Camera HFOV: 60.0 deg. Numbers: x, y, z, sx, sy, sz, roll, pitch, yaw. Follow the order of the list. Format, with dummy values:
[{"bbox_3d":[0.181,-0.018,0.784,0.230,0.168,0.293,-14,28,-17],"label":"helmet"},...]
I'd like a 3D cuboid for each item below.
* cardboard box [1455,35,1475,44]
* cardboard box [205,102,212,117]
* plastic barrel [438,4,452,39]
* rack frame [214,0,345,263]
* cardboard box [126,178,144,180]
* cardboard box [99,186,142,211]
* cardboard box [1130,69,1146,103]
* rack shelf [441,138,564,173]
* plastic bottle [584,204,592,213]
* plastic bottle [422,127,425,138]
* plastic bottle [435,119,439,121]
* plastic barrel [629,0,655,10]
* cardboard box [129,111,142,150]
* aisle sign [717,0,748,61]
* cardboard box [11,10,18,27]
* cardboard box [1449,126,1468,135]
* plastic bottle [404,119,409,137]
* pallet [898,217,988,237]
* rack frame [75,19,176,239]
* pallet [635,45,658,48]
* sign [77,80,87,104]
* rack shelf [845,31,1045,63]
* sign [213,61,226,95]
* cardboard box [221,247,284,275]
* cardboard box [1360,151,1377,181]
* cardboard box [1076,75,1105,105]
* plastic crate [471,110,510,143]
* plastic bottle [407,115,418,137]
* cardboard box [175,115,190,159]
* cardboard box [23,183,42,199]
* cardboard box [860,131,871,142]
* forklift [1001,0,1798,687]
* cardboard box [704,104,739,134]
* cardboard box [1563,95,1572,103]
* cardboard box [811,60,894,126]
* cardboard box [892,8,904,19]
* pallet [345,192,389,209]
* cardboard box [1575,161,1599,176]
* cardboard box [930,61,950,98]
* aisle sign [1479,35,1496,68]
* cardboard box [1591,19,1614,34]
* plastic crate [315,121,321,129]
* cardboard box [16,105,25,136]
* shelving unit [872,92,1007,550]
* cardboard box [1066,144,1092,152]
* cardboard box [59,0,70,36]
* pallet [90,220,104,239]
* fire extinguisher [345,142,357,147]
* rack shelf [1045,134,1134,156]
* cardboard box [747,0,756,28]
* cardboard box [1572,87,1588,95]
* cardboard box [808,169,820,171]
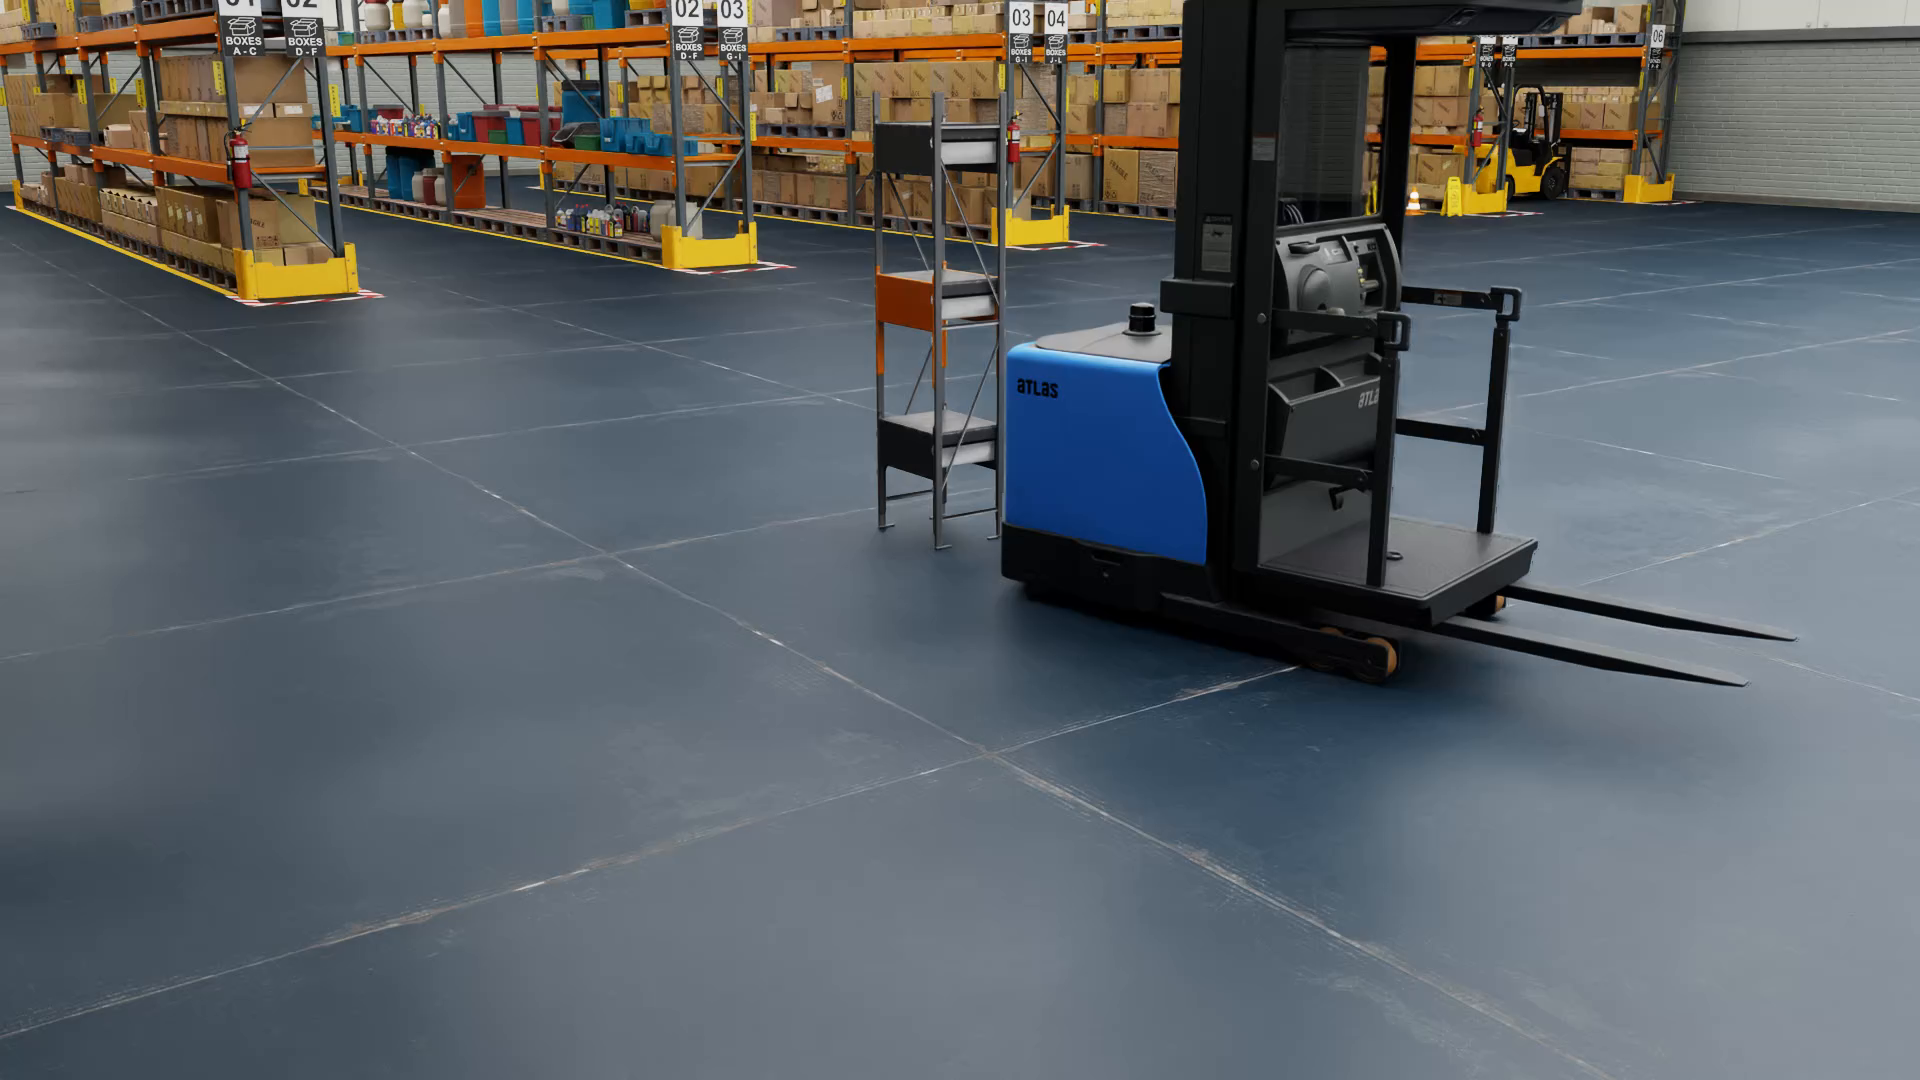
[{"bbox_3d":[8.606,-8.481,28.175,0.380,0.149,0.250,-11,19,-34],"label":"cardboard box"},{"bbox_3d":[-7.974,-4.681,18.080,0.380,0.149,0.250,-10,18,-33],"label":"cardboard box"},{"bbox_3d":[-7.749,-7.911,25.404,0.421,0.512,0.421,0,15,0],"label":"plastic barrel"},{"bbox_3d":[-6.989,-4.048,17.183,1.000,3.000,0.127,-11,19,-35],"label":"rack frame"},{"bbox_3d":[-12.944,-5.342,25.813,0.500,0.500,0.500,-11,19,-34],"label":"cardboard box"},{"bbox_3d":[-11.622,-4.745,23.083,0.500,0.311,0.500,-10,18,-33],"label":"cardboard box"},{"bbox_3d":[3.353,-7.597,27.820,0.875,0.550,0.550,-11,19,-35],"label":"cardboard box"},{"bbox_3d":[-6.508,-5.750,24.766,1.077,0.370,4.000,-11,19,-35],"label":"rack shelf"},{"bbox_3d":[-5.076,-4.390,22.619,0.144,0.351,0.185,-11,19,-35],"label":"plastic bottle"},{"bbox_3d":[-8.627,-6.588,26.839,0.097,0.201,0.097,0,15,0],"label":"plastic bottle"},{"bbox_3d":[-8.952,-7.070,28.461,0.152,0.276,0.135,-11,19,-35],"label":"plastic bottle"},{"bbox_3d":[-3.753,-6.780,20.331,0.600,0.588,0.600,0,15,0],"label":"plastic barrel"},{"bbox_3d":[-10.693,-5.449,22.112,0.500,0.500,0.500,-12,19,-37],"label":"cardboard box"},{"bbox_3d":[-2.701,-6.100,19.756,0.394,0.787,0.004,-11,19,-35],"label":"aisle sign"},{"bbox_3d":[-15.133,-8.502,27.112,0.500,0.250,0.500,-11,19,-35],"label":"cardboard box"},{"bbox_3d":[8.650,-7.048,28.622,0.380,0.149,0.250,-10,18,-33],"label":"cardboard box"},{"bbox_3d":[-9.126,-6.800,27.460,0.061,0.283,0.133,-11,19,-35],"label":"plastic bottle"},{"bbox_3d":[-0.180,-4.695,24.831,1.003,0.211,1.213,-11,19,-35],"label":"pallet"},{"bbox_3d":[-11.693,-5.756,23.425,1.000,3.000,0.127,-11,19,-35],"label":"rack frame"},{"bbox_3d":[-5.450,-9.313,31.103,0.805,0.209,1.217,-12,19,-37],"label":"pallet"},{"bbox_3d":[-12.126,-6.190,22.967,0.100,0.325,0.005,-11,19,-35],"label":"sign"},{"bbox_3d":[-0.149,-7.112,24.058,1.077,0.370,4.000,-11,19,-35],"label":"rack shelf"},{"bbox_3d":[-7.436,-4.639,16.702,0.100,0.325,0.005,-11,19,-35],"label":"sign"},{"bbox_3d":[-7.543,-2.993,17.742,0.500,0.250,0.500,-11,19,-35],"label":"cardboard box"},{"bbox_3d":[7.447,-6.824,30.318,0.500,0.500,0.500,-10,18,-32],"label":"cardboard box"},{"bbox_3d":[2.449,-7.823,28.892,0.700,0.500,0.500,-11,19,-35],"label":"cardboard box"},{"bbox_3d":[-6.981,-6.162,24.788,0.402,0.464,0.583,-11,19,-35],"label":"plastic crate"},{"bbox_3d":[-8.998,-6.805,27.351,0.144,0.351,0.185,-11,19,-35],"label":"plastic bottle"},{"bbox_3d":[-8.759,-4.745,19.540,0.700,0.500,0.500,-11,19,-35],"label":"cardboard box"},{"bbox_3d":[-16.012,-6.083,28.996,0.500,0.250,0.500,-11,19,-35],"label":"cardboard box"},{"bbox_3d":[-1.306,-6.170,25.412,0.380,0.149,0.250,-11,19,-35],"label":"cardboard box"},{"bbox_3d":[1.635,-1.043,6.335,3.031,2.935,1.130,12,20,38],"label":"forklift"},{"bbox_3d":[-4.168,-7.408,29.271,0.500,0.500,0.500,-10,18,-33],"label":"cardboard box"},{"bbox_3d":[11.851,-8.556,32.236,0.380,0.149,0.250,-11,19,-34],"label":"cardboard box"},{"bbox_3d":[-1.679,-7.122,26.484,1.000,1.000,1.000,-11,19,-34],"label":"cardboard box"},{"bbox_3d":[-0.764,-7.665,24.245,0.380,0.149,0.250,-11,19,-36],"label":"cardboard box"},{"bbox_3d":[-10.499,-6.184,30.272,1.003,0.211,1.213,-11,19,-35],"label":"pallet"},{"bbox_3d":[12.230,-7.176,32.078,0.500,0.250,0.500,-11,19,-35],"label":"cardboard box"},{"bbox_3d":[-0.087,-6.551,23.681,0.500,0.500,0.500,-11,19,-35],"label":"cardboard box"},{"bbox_3d":[8.844,-8.318,27.863,0.394,0.787,0.004,-11,19,-35],"label":"aisle sign"},{"bbox_3d":[12.173,-9.711,31.462,0.396,0.266,0.258,-11,19,-34],"label":"cardboard box"},{"bbox_3d":[-11.988,-7.804,31.294,0.250,0.136,0.298,-11,19,-35],"label":"plastic crate"},{"bbox_3d":[-15.748,-7.160,28.365,0.500,0.500,0.500,-11,19,-35],"label":"cardboard box"},{"bbox_3d":[-0.097,-1.048,7.928,0.431,2.100,0.503,-11,19,-35],"label":"shelving unit"},{"bbox_3d":[2.953,-8.551,36.867,0.875,0.875,0.875,-10,18,-33],"label":"cardboard box"},{"bbox_3d":[-12.276,-7.448,23.735,0.910,0.500,0.500,-11,19,-35],"label":"cardboard box"},{"bbox_3d":[-12.101,-4.576,24.397,1.003,0.211,1.213,-11,19,-35],"label":"pallet"},{"bbox_3d":[-12.109,-8.118,32.907,0.296,0.674,0.183,-11,19,-35],"label":"fire extinguisher"},{"bbox_3d":[1.570,-7.267,30.309,1.077,0.370,4.000,-11,19,-35],"label":"rack shelf"},{"bbox_3d":[-3.314,-8.780,27.654,0.500,0.500,0.500,-11,19,-34],"label":"cardboard box"},{"bbox_3d":[11.999,-8.645,31.999,0.380,0.149,0.250,-10,18,-33],"label":"cardboard box"},{"bbox_3d":[-3.073,-7.975,36.136,0.380,0.149,0.250,-11,19,-35],"label":"cardboard box"}]
